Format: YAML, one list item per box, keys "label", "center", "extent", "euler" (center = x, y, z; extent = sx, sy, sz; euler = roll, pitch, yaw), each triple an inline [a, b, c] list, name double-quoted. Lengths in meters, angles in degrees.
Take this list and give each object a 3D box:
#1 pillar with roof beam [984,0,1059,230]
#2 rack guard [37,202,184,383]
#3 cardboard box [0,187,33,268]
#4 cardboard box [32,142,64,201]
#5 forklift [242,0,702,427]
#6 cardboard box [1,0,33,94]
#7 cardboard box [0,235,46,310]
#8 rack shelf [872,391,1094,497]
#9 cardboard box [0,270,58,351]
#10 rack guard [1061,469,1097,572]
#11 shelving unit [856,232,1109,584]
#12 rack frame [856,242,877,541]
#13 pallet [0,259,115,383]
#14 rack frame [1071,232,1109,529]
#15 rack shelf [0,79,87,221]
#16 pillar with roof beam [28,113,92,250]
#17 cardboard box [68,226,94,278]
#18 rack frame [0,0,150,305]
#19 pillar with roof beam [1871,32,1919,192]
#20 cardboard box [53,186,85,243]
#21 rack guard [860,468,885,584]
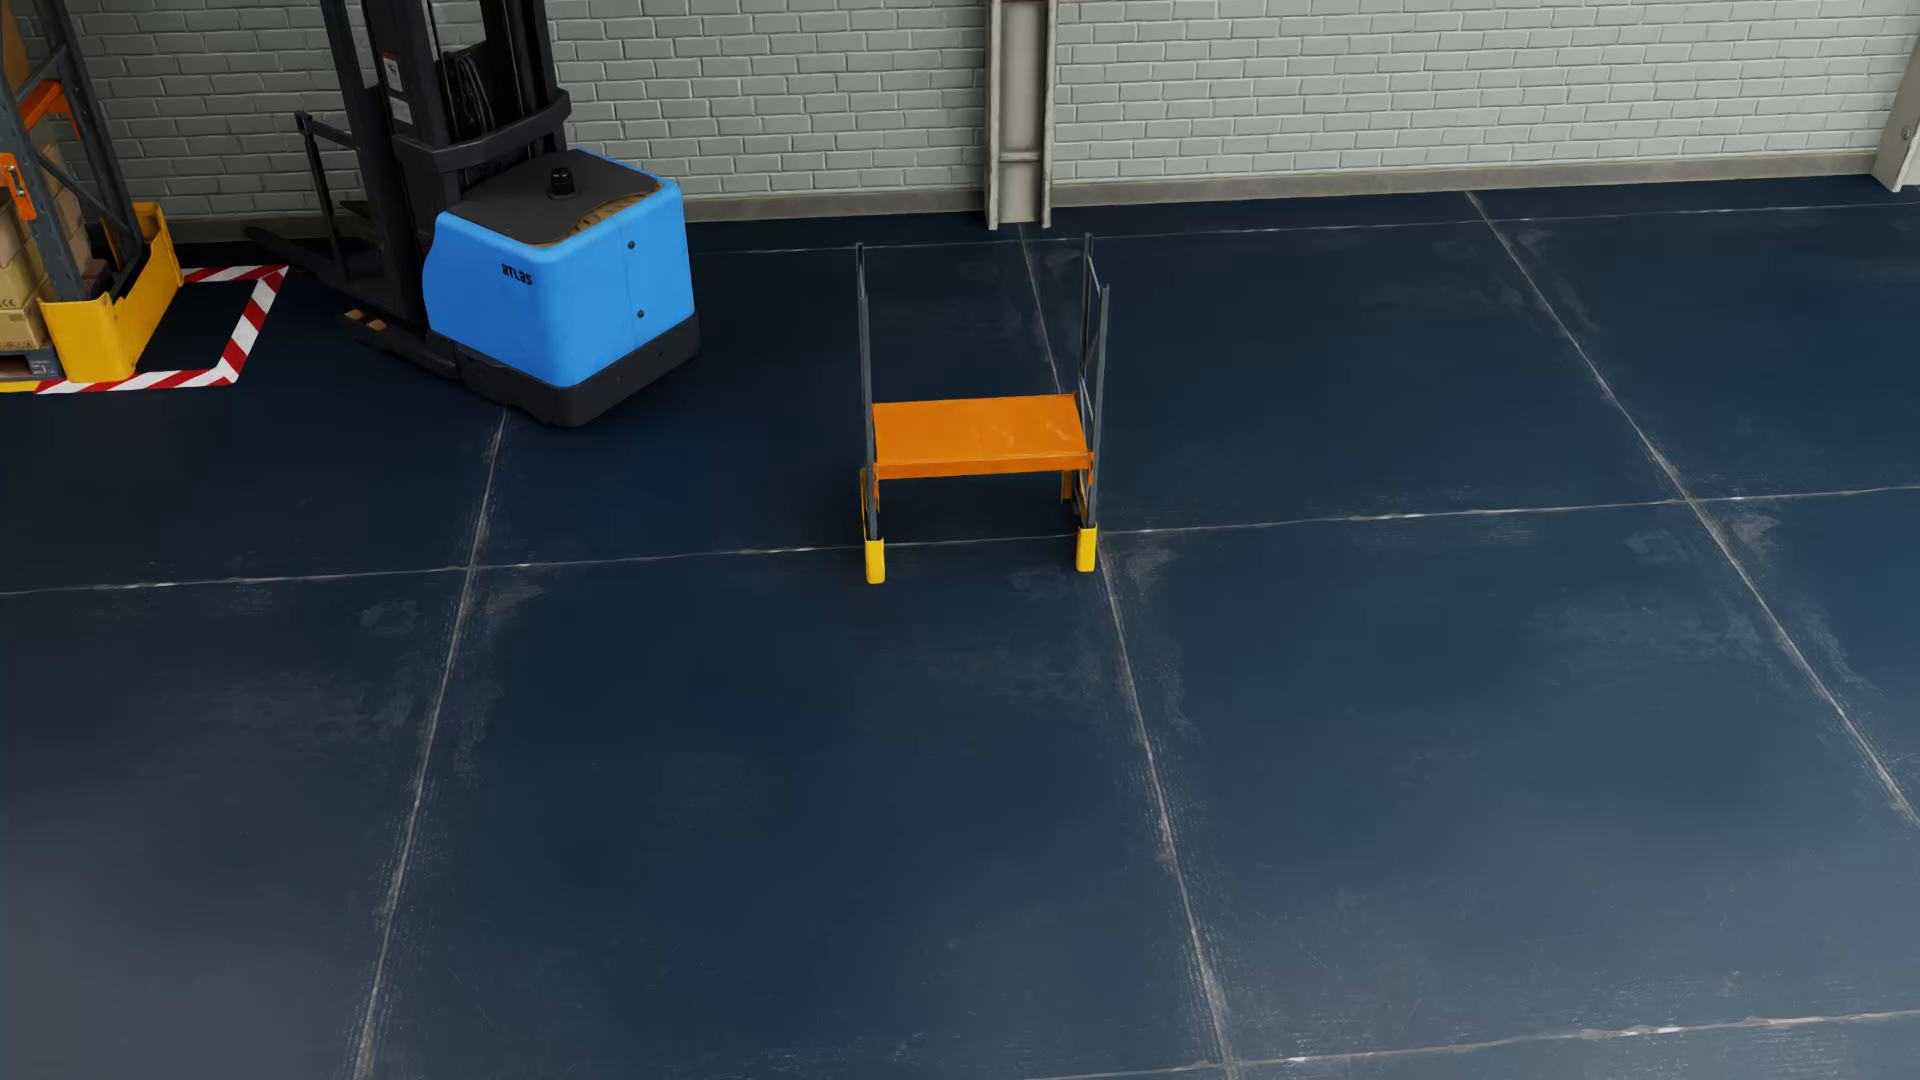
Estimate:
- label: "pillar with roof beam"
  center: [0.746, -2.953, 4.550]
  extent: [0.400, 9.000, 9.100]
  euler: [-3, 38, -4]
- label: "rack guard"
  center: [-4.814, -1.427, 9.477]
  extent: [0.348, 0.500, 1.175]
  euler: [-3, 38, -4]
- label: "cardboard box"
  center: [-5.269, -1.667, 8.837]
  extent: [0.500, 0.250, 0.500]
  euler: [-2, 38, -2]
- label: "cardboard box"
  center: [-5.334, -1.975, 9.227]
  extent: [0.500, 0.250, 0.500]
  euler: [-4, 38, -5]
- label: "forklift"
  center: [-2.939, -2.471, 8.838]
  extent: [3.031, 2.935, 1.130]
  euler: [24, 44, 27]
- label: "cardboard box"
  center: [-5.356, -2.590, 8.852]
  extent: [0.500, 0.500, 0.500]
  euler: [-2, 38, -3]
- label: "cardboard box"
  center: [-5.295, -1.469, 8.989]
  extent: [0.500, 0.250, 0.500]
  euler: [-4, 38, -5]
- label: "rack shelf"
  center: [0.085, -0.452, 7.725]
  extent: [1.000, 0.185, 0.538]
  euler: [-3, 38, -4]
- label: "cardboard box"
  center: [-5.278, -1.272, 9.143]
  extent: [0.500, 0.250, 0.500]
  euler: [-3, 38, -4]
- label: "rack guard"
  center: [0.572, -0.130, 8.034]
  extent: [0.087, 0.250, 0.587]
  euler: [-3, 38, -4]
- label: "shelving unit"
  center: [0.076, -0.593, 7.613]
  extent: [1.083, 1.500, 0.587]
  euler: [-3, 38, -4]
- label: "rack frame"
  center: [-0.421, -0.566, 7.578]
  extent: [0.032, 1.500, 0.500]
  euler: [-3, 38, -4]
- label: "pallet"
  center: [-5.596, -1.244, 9.479]
  extent: [1.213, 0.211, 1.003]
  euler: [-3, 38, -4]
- label: "rack frame"
  center: [0.591, -0.621, 7.649]
  extent: [0.032, 1.500, 0.500]
  euler: [-3, 38, -4]
- label: "rack shelf"
  center: [-6.830, -2.015, 8.785]
  extent: [4.000, 0.370, 1.077]
  euler: [-3, 38, -4]
- label: "pillar with roof beam"
  center: [-5.230, -2.624, 4.132]
  extent: [0.400, 9.000, 9.100]
  euler: [-3, 38, -4]
- label: "cardboard box"
  center: [-5.345, -1.586, 9.541]
  extent: [0.500, 0.250, 0.500]
  euler: [-3, 38, -4]
- label: "rack frame"
  center: [-4.838, -2.407, 8.701]
  extent: [0.127, 3.000, 1.000]
  euler: [-3, 38, -4]
- label: "pillar with roof beam"
  center: [6.723, -3.282, 4.967]
  extent: [0.400, 9.000, 9.100]
  euler: [-3, 38, -4]
- label: "cardboard box"
  center: [-5.325, -1.791, 9.397]
  extent: [0.500, 0.250, 0.500]
  euler: [-2, 38, -3]
- label: "rack guard"
  center: [-0.420, -0.075, 7.965]
  extent: [0.087, 0.250, 0.587]
  euler: [-3, 38, -4]
